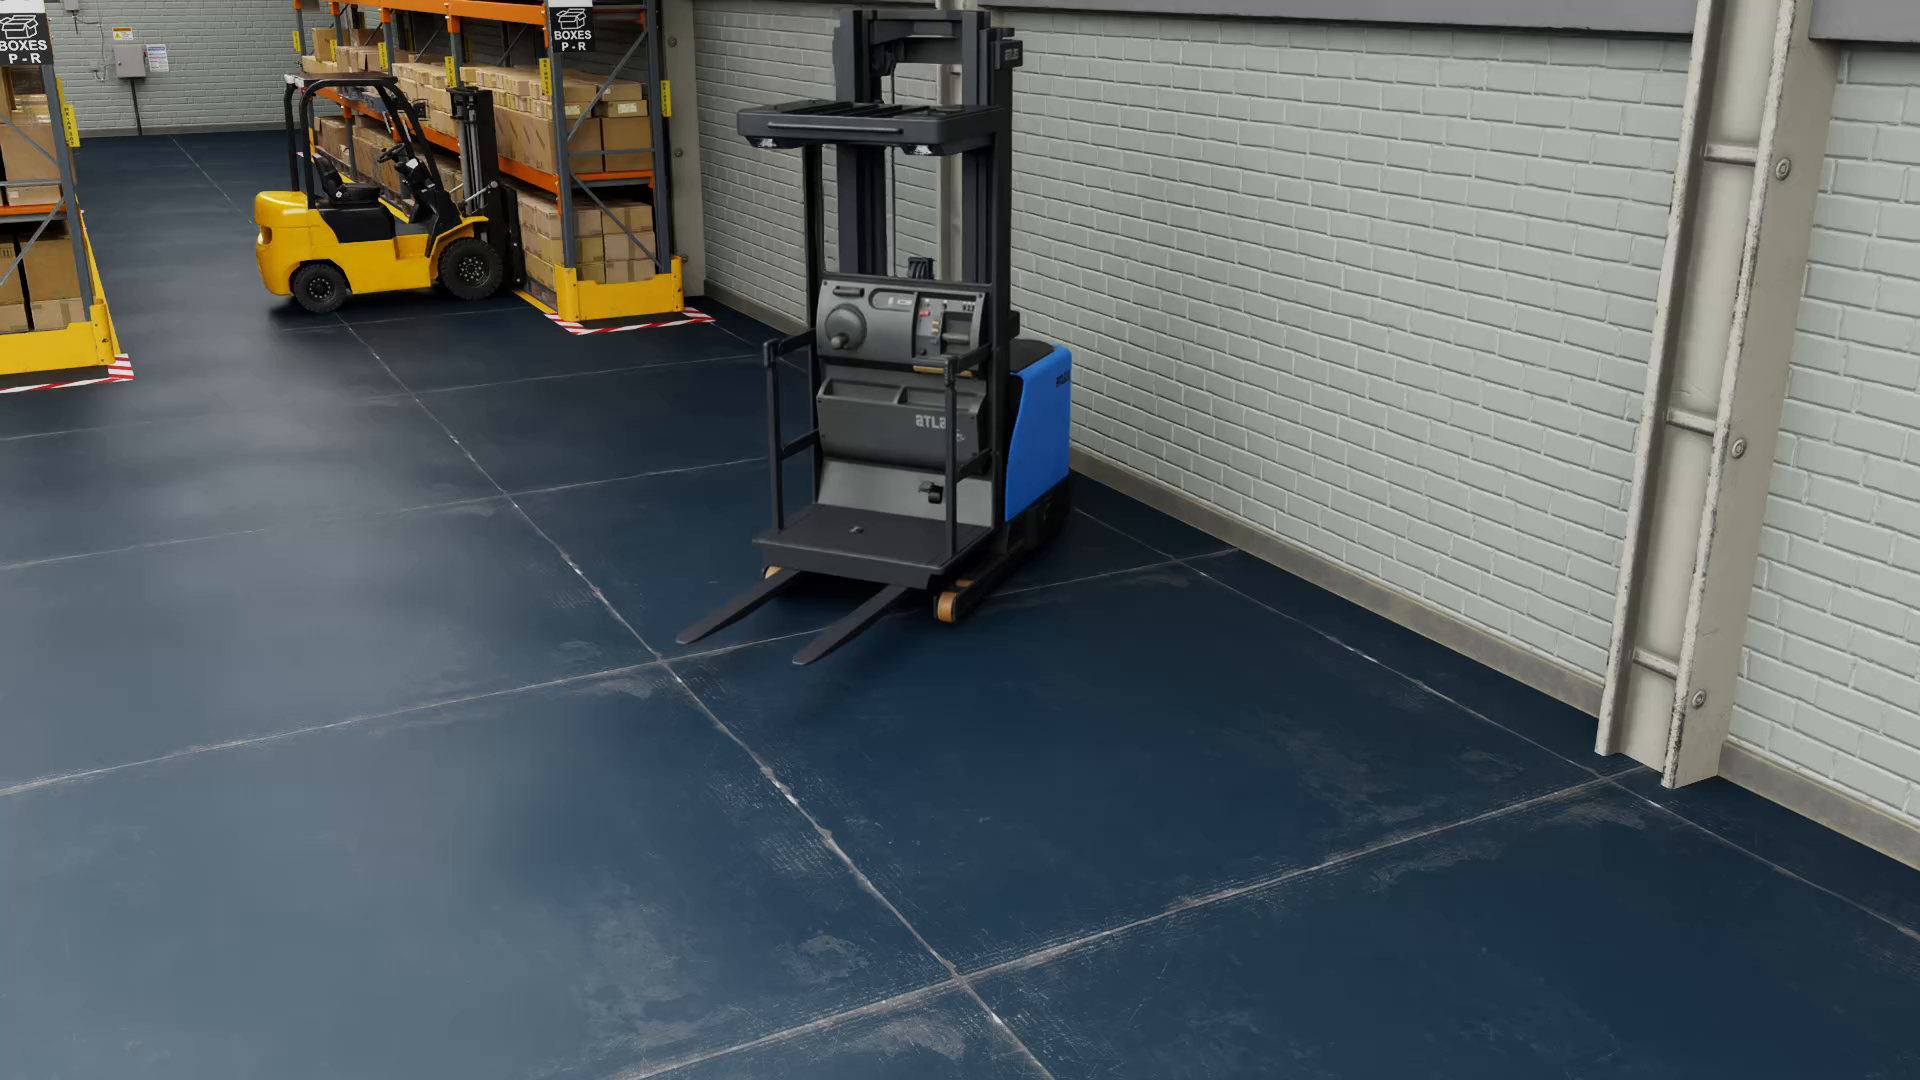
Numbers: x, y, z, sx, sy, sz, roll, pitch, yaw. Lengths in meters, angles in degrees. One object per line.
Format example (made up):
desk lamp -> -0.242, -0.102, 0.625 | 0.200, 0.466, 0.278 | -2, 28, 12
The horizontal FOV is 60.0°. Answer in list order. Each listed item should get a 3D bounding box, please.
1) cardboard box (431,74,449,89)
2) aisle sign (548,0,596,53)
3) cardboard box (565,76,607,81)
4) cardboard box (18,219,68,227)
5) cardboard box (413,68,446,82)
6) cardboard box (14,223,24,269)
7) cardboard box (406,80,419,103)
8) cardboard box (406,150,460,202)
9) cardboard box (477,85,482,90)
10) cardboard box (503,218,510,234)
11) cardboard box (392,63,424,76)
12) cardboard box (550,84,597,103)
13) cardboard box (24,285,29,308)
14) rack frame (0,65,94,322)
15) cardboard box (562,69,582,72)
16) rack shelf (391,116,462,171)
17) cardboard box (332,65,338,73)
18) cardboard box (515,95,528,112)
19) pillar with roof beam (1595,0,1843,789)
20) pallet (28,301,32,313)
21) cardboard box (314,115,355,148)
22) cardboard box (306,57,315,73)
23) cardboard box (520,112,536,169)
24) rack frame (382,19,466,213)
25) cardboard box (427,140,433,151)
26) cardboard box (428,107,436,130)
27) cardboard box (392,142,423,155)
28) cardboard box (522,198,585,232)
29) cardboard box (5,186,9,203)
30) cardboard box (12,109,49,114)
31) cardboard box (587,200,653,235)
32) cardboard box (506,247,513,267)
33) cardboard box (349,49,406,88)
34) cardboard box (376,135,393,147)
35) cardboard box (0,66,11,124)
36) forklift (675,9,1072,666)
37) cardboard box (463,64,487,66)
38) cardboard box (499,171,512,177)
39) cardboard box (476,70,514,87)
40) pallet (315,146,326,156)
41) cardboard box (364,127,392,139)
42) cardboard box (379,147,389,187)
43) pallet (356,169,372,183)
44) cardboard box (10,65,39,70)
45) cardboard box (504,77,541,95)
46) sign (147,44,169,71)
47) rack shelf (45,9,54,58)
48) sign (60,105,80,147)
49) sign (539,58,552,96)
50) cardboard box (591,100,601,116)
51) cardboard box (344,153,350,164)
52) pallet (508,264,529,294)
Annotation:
cardboard box -> -5.955, -5.367, 19.440 | 0.380, 0.149, 0.250 | -11, 22, -28
aisle sign -> -3.475, -4.761, 14.846 | 0.394, 0.787, 0.004 | -10, 21, -27
cardboard box -> -3.704, -4.520, 16.528 | 0.380, 0.149, 0.250 | -9, 21, -25
cardboard box -> -8.249, -2.656, 15.152 | 0.500, 0.500, 0.500 | -10, 21, -26
cardboard box -> -6.533, -5.741, 20.524 | 0.380, 0.149, 0.250 | -9, 21, -26
cardboard box -> -8.962, -2.716, 15.327 | 0.500, 0.500, 0.500 | -9, 21, -24
cardboard box -> -6.582, -5.597, 20.716 | 0.500, 0.250, 0.500 | -11, 22, -28
cardboard box -> -6.763, -4.788, 21.906 | 0.875, 0.625, 0.625 | -9, 21, -25
cardboard box -> -4.903, -4.740, 17.621 | 0.380, 0.149, 0.250 | -9, 21, -25
cardboard box -> -4.481, -3.258, 17.280 | 0.500, 0.250, 0.500 | -10, 21, -27
cardboard box -> -7.155, -6.110, 21.593 | 0.380, 0.149, 0.250 | -9, 21, -25
cardboard box -> -3.604, -4.162, 15.489 | 0.380, 0.149, 0.250 | -10, 21, -27
cardboard box -> -8.728, -2.215, 15.024 | 0.500, 0.250, 0.500 | -11, 22, -29
rack frame -> -7.615, -2.827, 13.225 | 1.000, 3.000, 0.127 | -10, 21, -27
cardboard box -> -4.230, -4.903, 17.637 | 0.380, 0.149, 0.250 | -10, 22, -28
rack shelf -> -6.097, -4.979, 20.566 | 1.077, 0.370, 4.000 | -10, 21, -27
cardboard box -> -9.403, -7.220, 25.730 | 0.500, 0.250, 0.500 | -9, 21, -25
cardboard box -> -4.152, -4.302, 16.352 | 0.380, 0.149, 0.250 | -11, 22, -28
pillar with roof beam -> -0.876, -2.661, 3.546 | 9.100, 9.000, 0.400 | -10, 21, -27
pallet -> -8.581, -2.119, 15.449 | 1.003, 0.211, 1.213 | -10, 21, -27
cardboard box -> -10.639, -7.018, 28.555 | 0.797, 0.503, 0.637 | -11, 22, -29
cardboard box -> -10.628, -7.943, 27.826 | 0.500, 0.250, 0.500 | -10, 21, -26
cardboard box -> -3.951, -3.895, 16.168 | 0.500, 0.500, 0.500 | -9, 21, -25
rack frame -> -7.047, -5.893, 22.112 | 1.000, 3.000, 0.127 | -10, 21, -27
cardboard box -> -7.311, -5.554, 23.323 | 0.380, 0.149, 0.250 | -10, 21, -26
cardboard box -> -6.069, -5.069, 19.953 | 0.500, 0.250, 0.500 | -10, 21, -26
cardboard box -> -7.504, -5.319, 22.643 | 0.380, 0.149, 0.250 | -11, 22, -29
cardboard box -> -3.989, -3.198, 16.339 | 0.500, 0.250, 0.500 | -10, 21, -26
cardboard box -> -7.726, -2.908, 13.846 | 0.380, 0.149, 0.250 | -10, 21, -26
cardboard box -> -8.087, -3.488, 14.532 | 0.500, 0.500, 0.500 | -10, 22, -28
cardboard box -> -3.310, -3.136, 16.158 | 0.500, 0.250, 0.500 | -10, 22, -27
cardboard box -> -4.473, -3.016, 17.346 | 0.500, 0.250, 0.500 | -9, 21, -25
cardboard box -> -8.295, -6.740, 23.768 | 0.700, 0.500, 0.500 | -10, 21, -27
cardboard box -> -8.109, -5.704, 23.758 | 0.380, 0.149, 0.250 | -11, 22, -29
cardboard box -> -8.049, -3.600, 13.324 | 0.700, 0.500, 0.500 | -11, 22, -28
forklift -> -0.394, -1.119, 8.382 | 1.130, 2.935, 3.031 | 8, 21, 22
cardboard box -> -6.245, -5.984, 21.227 | 0.380, 0.149, 0.250 | -10, 22, -28
cardboard box -> -5.194, -3.929, 18.458 | 0.500, 0.250, 0.500 | -10, 22, -27
cardboard box -> -4.893, -4.879, 17.570 | 0.380, 0.149, 0.250 | -9, 21, -25
pallet -> -10.430, -6.621, 28.496 | 1.003, 0.211, 1.213 | -10, 21, -27
cardboard box -> -8.679, -6.082, 24.851 | 0.380, 0.149, 0.250 | -11, 22, -29
cardboard box -> -7.916, -5.293, 23.562 | 0.500, 0.500, 0.500 | -9, 21, -24
pallet -> -8.527, -5.496, 25.235 | 1.003, 0.211, 1.213 | -10, 21, -27
cardboard box -> -9.426, -4.858, 16.864 | 0.380, 0.149, 0.250 | -10, 21, -27
cardboard box -> -4.298, -4.512, 16.506 | 0.380, 0.149, 0.250 | -10, 21, -26
sign -> -15.656, -9.410, 32.448 | 0.329, 0.494, 0.001 | -10, 21, -27
rack shelf -> -8.564, -4.479, 14.517 | 1.077, 0.370, 4.000 | -10, 21, -27
sign -> -7.137, -3.320, 13.328 | 0.100, 0.325, 0.005 | -10, 21, -27
sign -> -3.732, -4.176, 14.997 | 0.100, 0.325, 0.005 | -10, 21, -27
cardboard box -> -3.354, -4.149, 15.910 | 0.380, 0.149, 0.250 | -10, 21, -27
cardboard box -> -9.469, -6.007, 26.168 | 0.380, 0.149, 0.250 | -11, 22, -28
pallet -> -4.223, -2.842, 17.543 | 1.003, 0.211, 1.213 | -10, 21, -27
